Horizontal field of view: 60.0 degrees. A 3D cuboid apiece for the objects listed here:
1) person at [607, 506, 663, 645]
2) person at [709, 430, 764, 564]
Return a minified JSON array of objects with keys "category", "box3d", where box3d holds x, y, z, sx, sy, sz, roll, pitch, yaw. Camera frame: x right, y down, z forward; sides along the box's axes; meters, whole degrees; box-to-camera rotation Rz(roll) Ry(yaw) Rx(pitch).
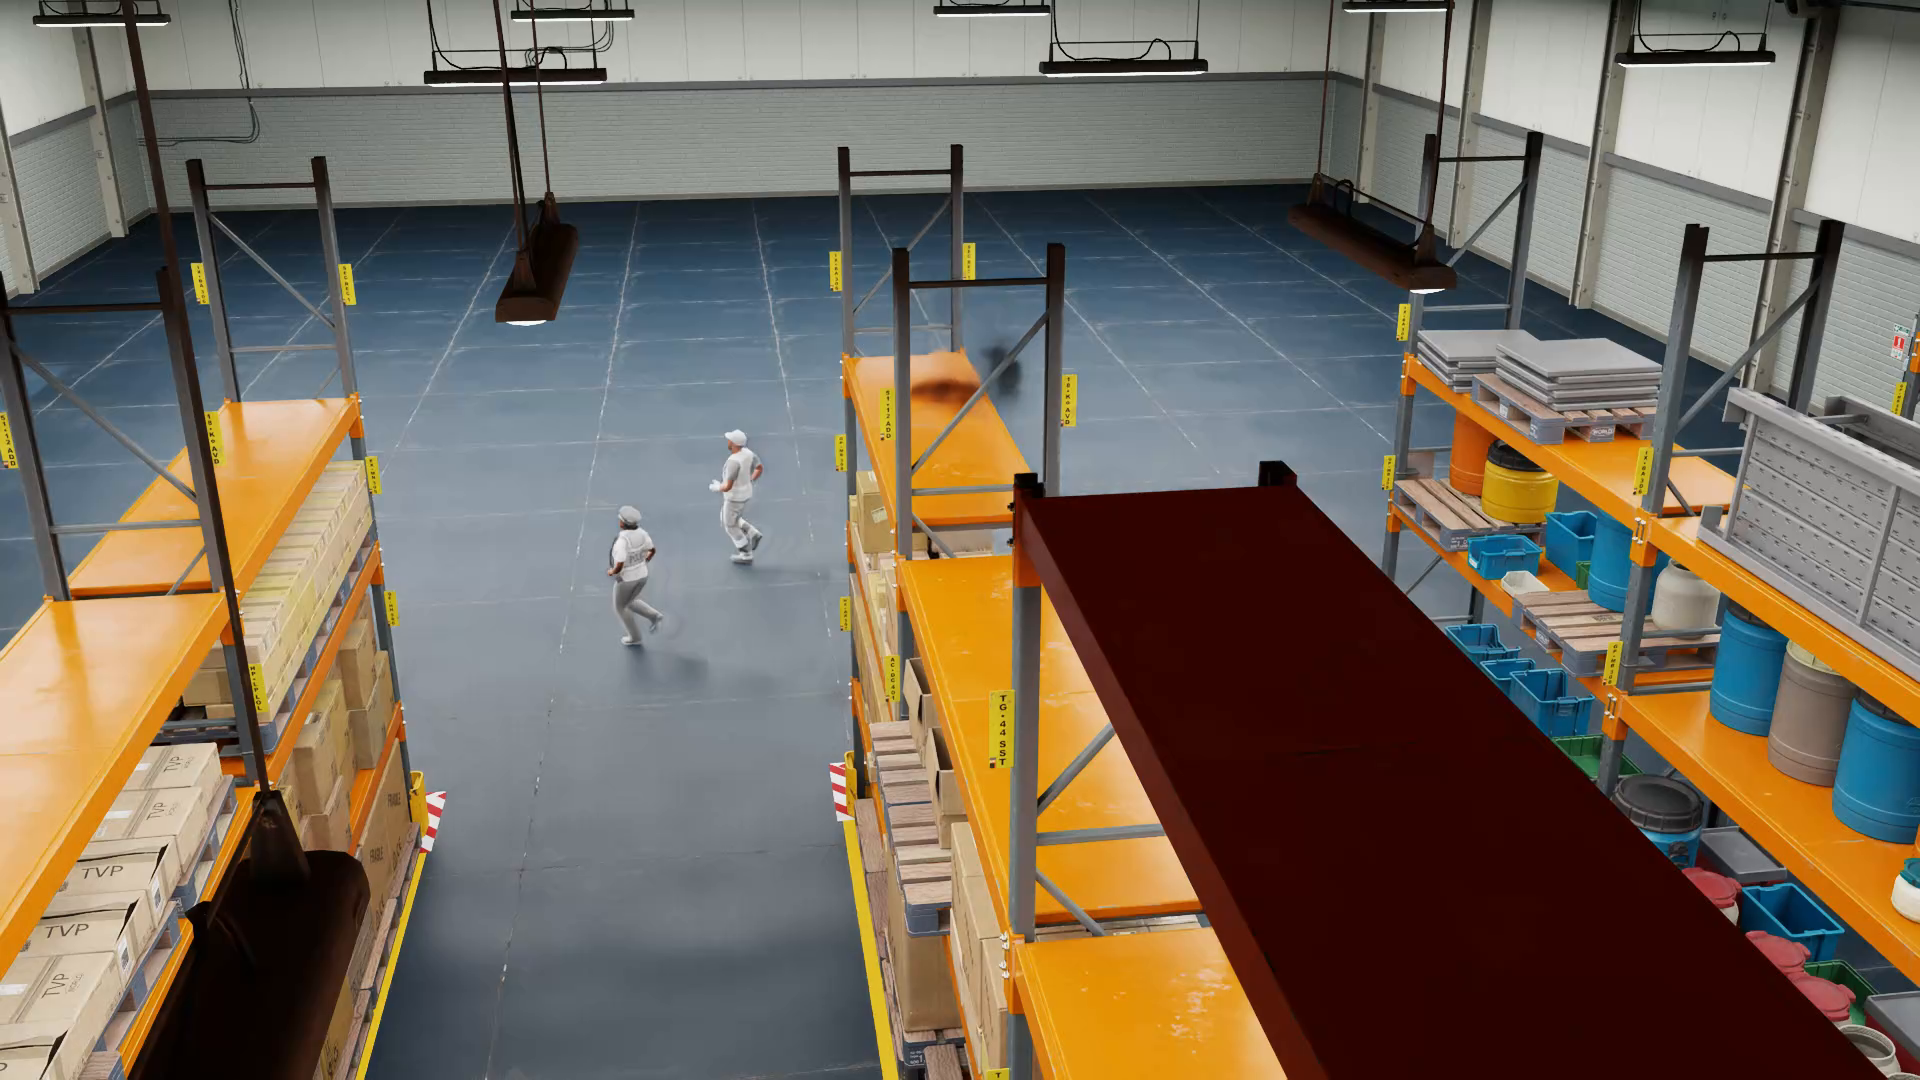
[{"category":"person","box3d":[-3.613,0.414,18.390,0.558,1.661,0.584,12,24,27]},{"category":"person","box3d":[-2.794,-0.539,20.655,0.583,1.744,0.664,7,23,16]}]
